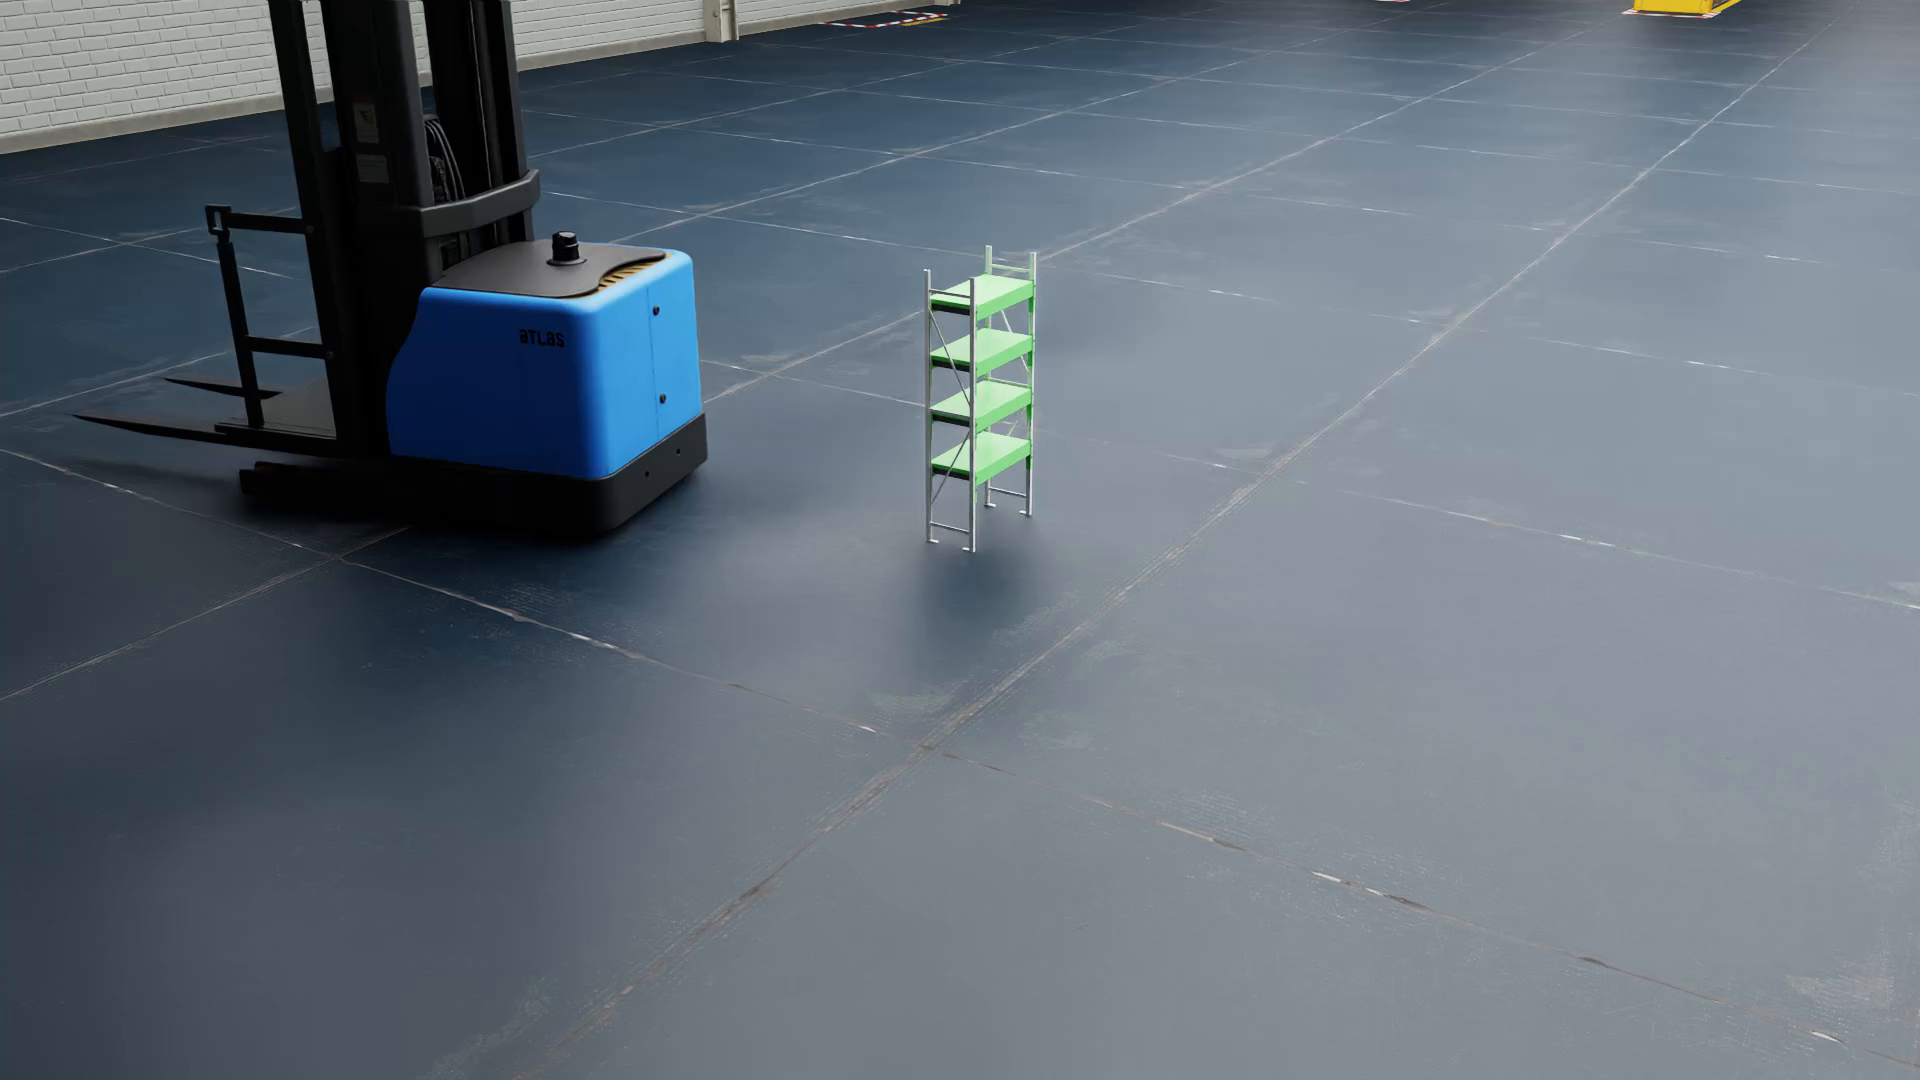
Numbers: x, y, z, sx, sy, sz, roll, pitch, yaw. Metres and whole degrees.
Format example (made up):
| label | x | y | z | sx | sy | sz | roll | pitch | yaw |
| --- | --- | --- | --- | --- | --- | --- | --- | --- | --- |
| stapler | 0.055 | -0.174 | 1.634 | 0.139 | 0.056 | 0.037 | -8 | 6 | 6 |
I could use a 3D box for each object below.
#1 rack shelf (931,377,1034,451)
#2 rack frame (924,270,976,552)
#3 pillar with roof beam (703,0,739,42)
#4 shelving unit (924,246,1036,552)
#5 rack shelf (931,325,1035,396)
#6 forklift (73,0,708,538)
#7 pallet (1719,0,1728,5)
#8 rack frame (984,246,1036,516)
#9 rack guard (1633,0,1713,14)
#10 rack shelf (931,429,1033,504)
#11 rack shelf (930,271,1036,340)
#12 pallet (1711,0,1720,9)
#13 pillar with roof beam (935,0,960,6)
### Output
| label | x | y | z | sx | sy | sz | roll | pitch | yaw |
| --- | --- | --- | --- | --- | --- | --- | --- | --- | --- |
| rack shelf | 0.087 | -0.548 | 7.166 | 0.258 | 0.148 | 0.480 | 14 | 27 | 29 |
| rack frame | -0.041 | -0.524 | 6.950 | 0.240 | 1.200 | 0.015 | 14 | 27 | 29 |
| pillar with roof beam | 0.263 | -10.349 | 19.828 | 9.100 | 9.000 | 0.400 | 14 | 27 | 29 |
| shelving unit | 0.087 | -0.606 | 7.141 | 0.258 | 1.200 | 0.503 | 14 | 27 | 29 |
| rack shelf | 0.087 | -0.768 | 7.071 | 0.258 | 0.148 | 0.480 | 14 | 27 | 29 |
| forklift | -2.783 | -1.688 | 7.460 | 3.031 | 2.935 | 1.130 | 7 | 25 | 17 |
| pallet | 12.796 | -9.493 | 28.914 | 1.003 | 0.211 | 1.213 | 14 | 27 | 29 |
| rack frame | 0.216 | -0.689 | 7.331 | 0.240 | 1.200 | 0.015 | 14 | 27 | 29 |
| rack guard | 11.718 | -8.943 | 27.278 | 1.175 | 0.500 | 0.348 | 14 | 27 | 29 |
| rack shelf | 0.087 | -0.328 | 7.261 | 0.258 | 0.148 | 0.480 | 14 | 27 | 29 |
| rack shelf | 0.087 | -0.988 | 6.975 | 0.258 | 0.148 | 0.480 | 14 | 27 | 29 |
| pallet | 12.151 | -9.083 | 27.966 | 1.003 | 0.211 | 1.213 | 14 | 27 | 29 |
| pillar with roof beam | 3.428 | -12.374 | 24.506 | 9.100 | 9.000 | 0.400 | 14 | 27 | 29 |
